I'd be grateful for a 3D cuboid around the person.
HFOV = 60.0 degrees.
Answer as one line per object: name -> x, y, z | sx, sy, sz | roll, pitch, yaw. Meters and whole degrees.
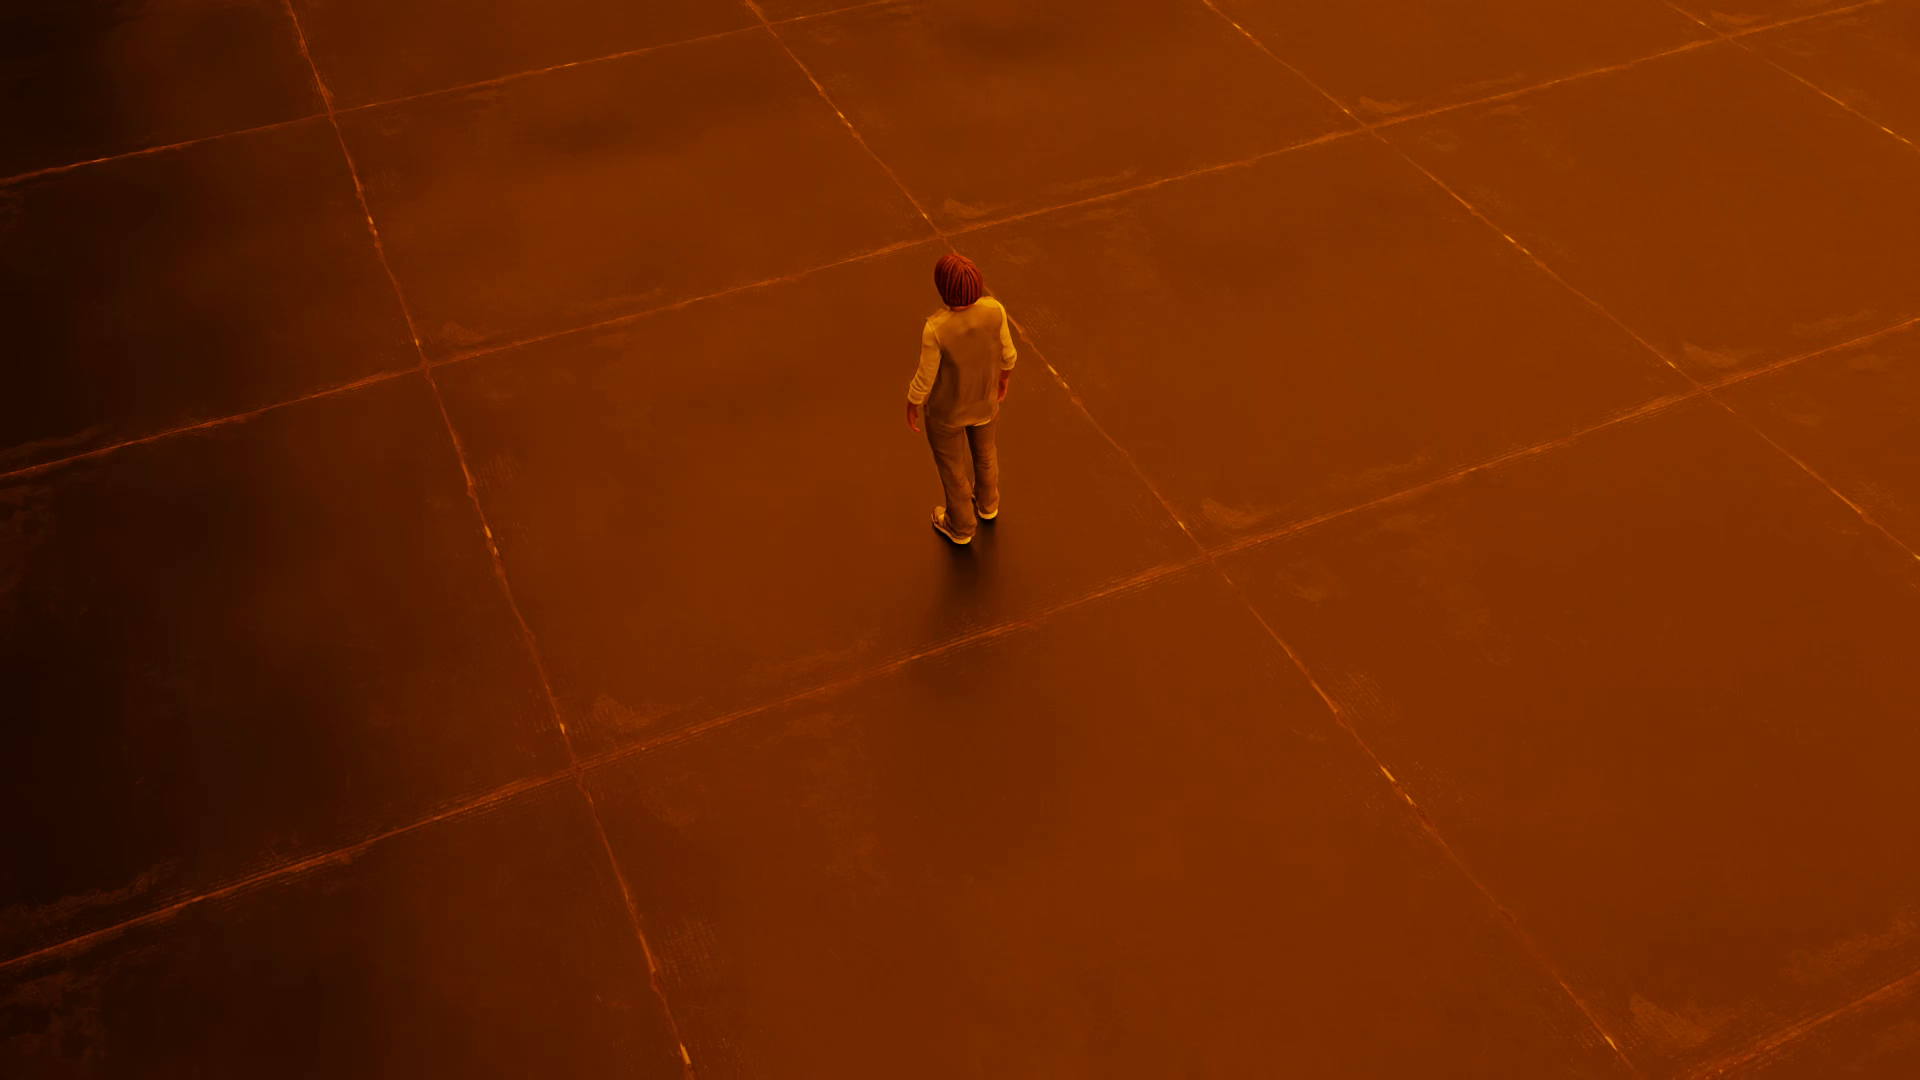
person -> -0.018, -0.639, 7.331 | 0.520, 1.597, 0.475 | -18, 46, -18
